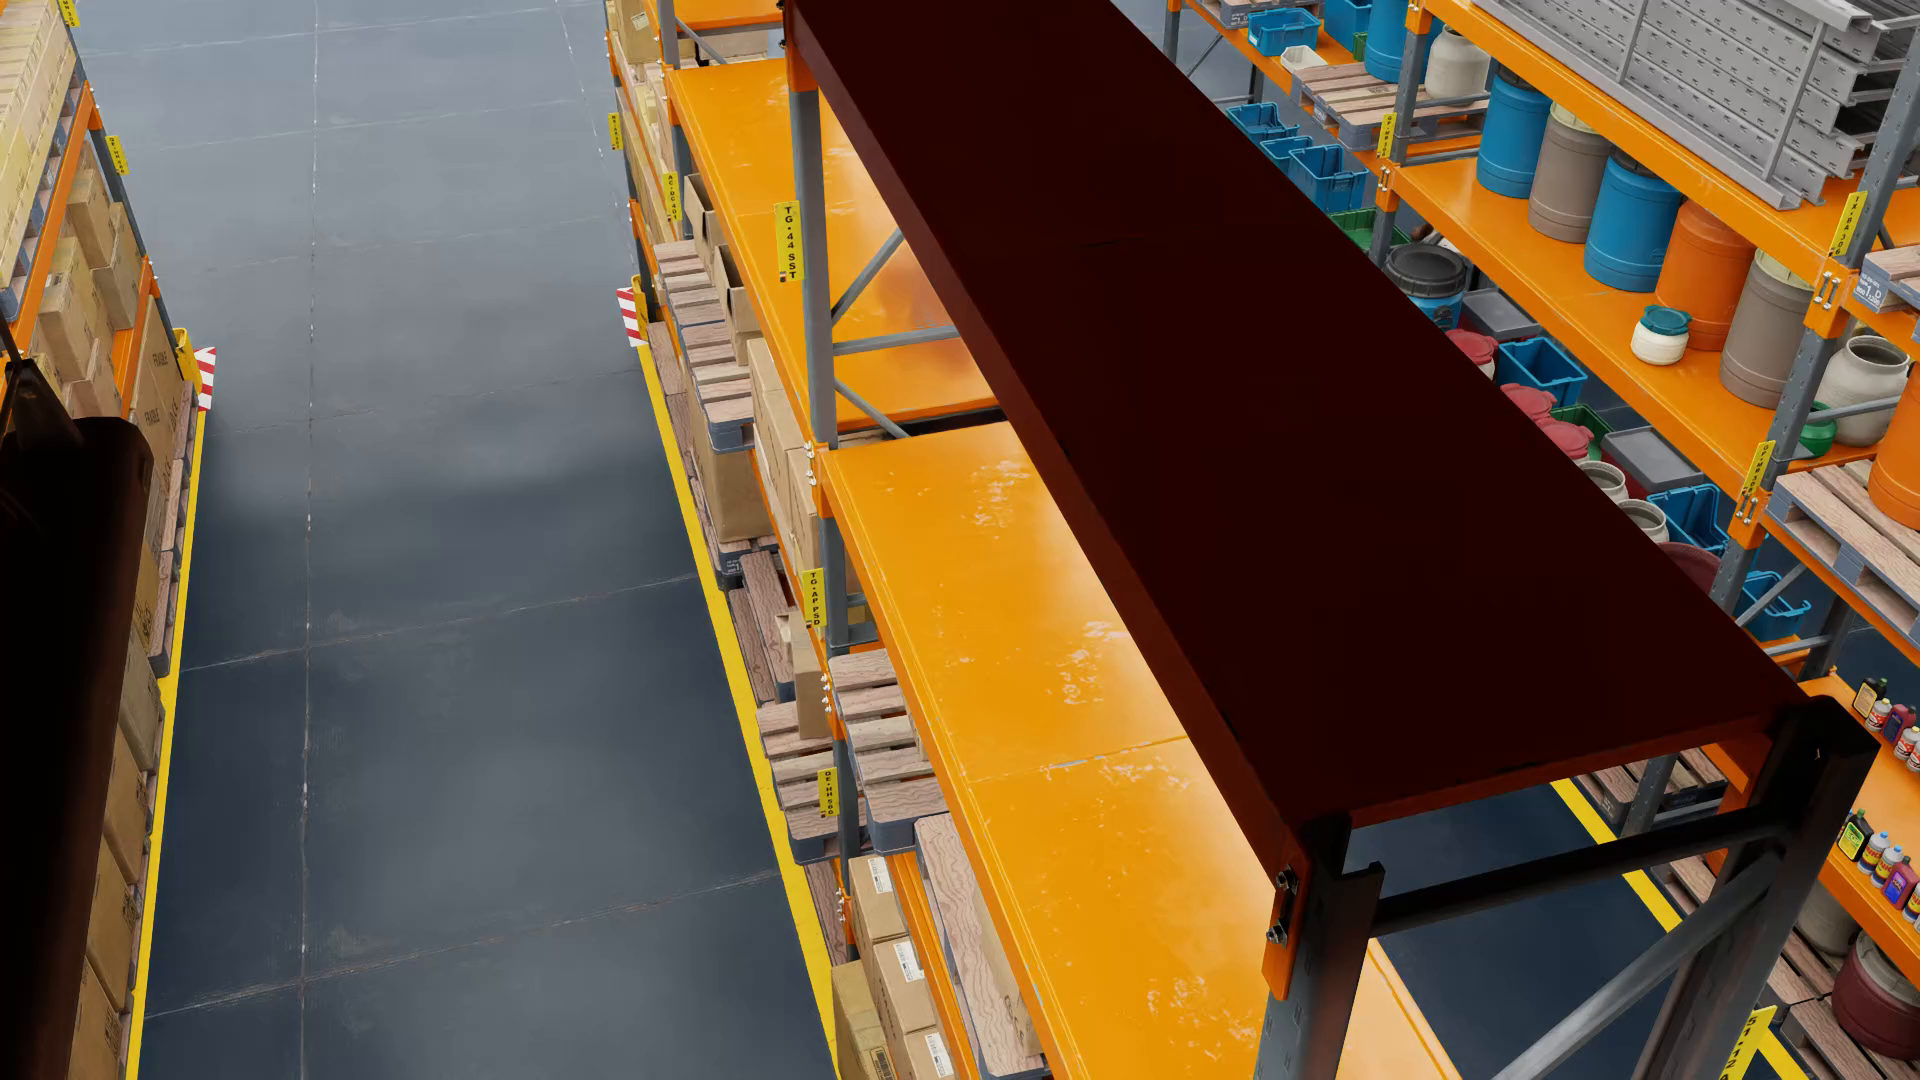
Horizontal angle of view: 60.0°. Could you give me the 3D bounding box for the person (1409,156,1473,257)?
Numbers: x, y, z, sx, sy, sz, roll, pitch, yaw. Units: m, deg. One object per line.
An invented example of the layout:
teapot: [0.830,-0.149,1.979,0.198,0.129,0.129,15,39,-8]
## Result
person: [4.292,-2.674,14.811,0.738,1.725,0.582,-10,40,-13]
